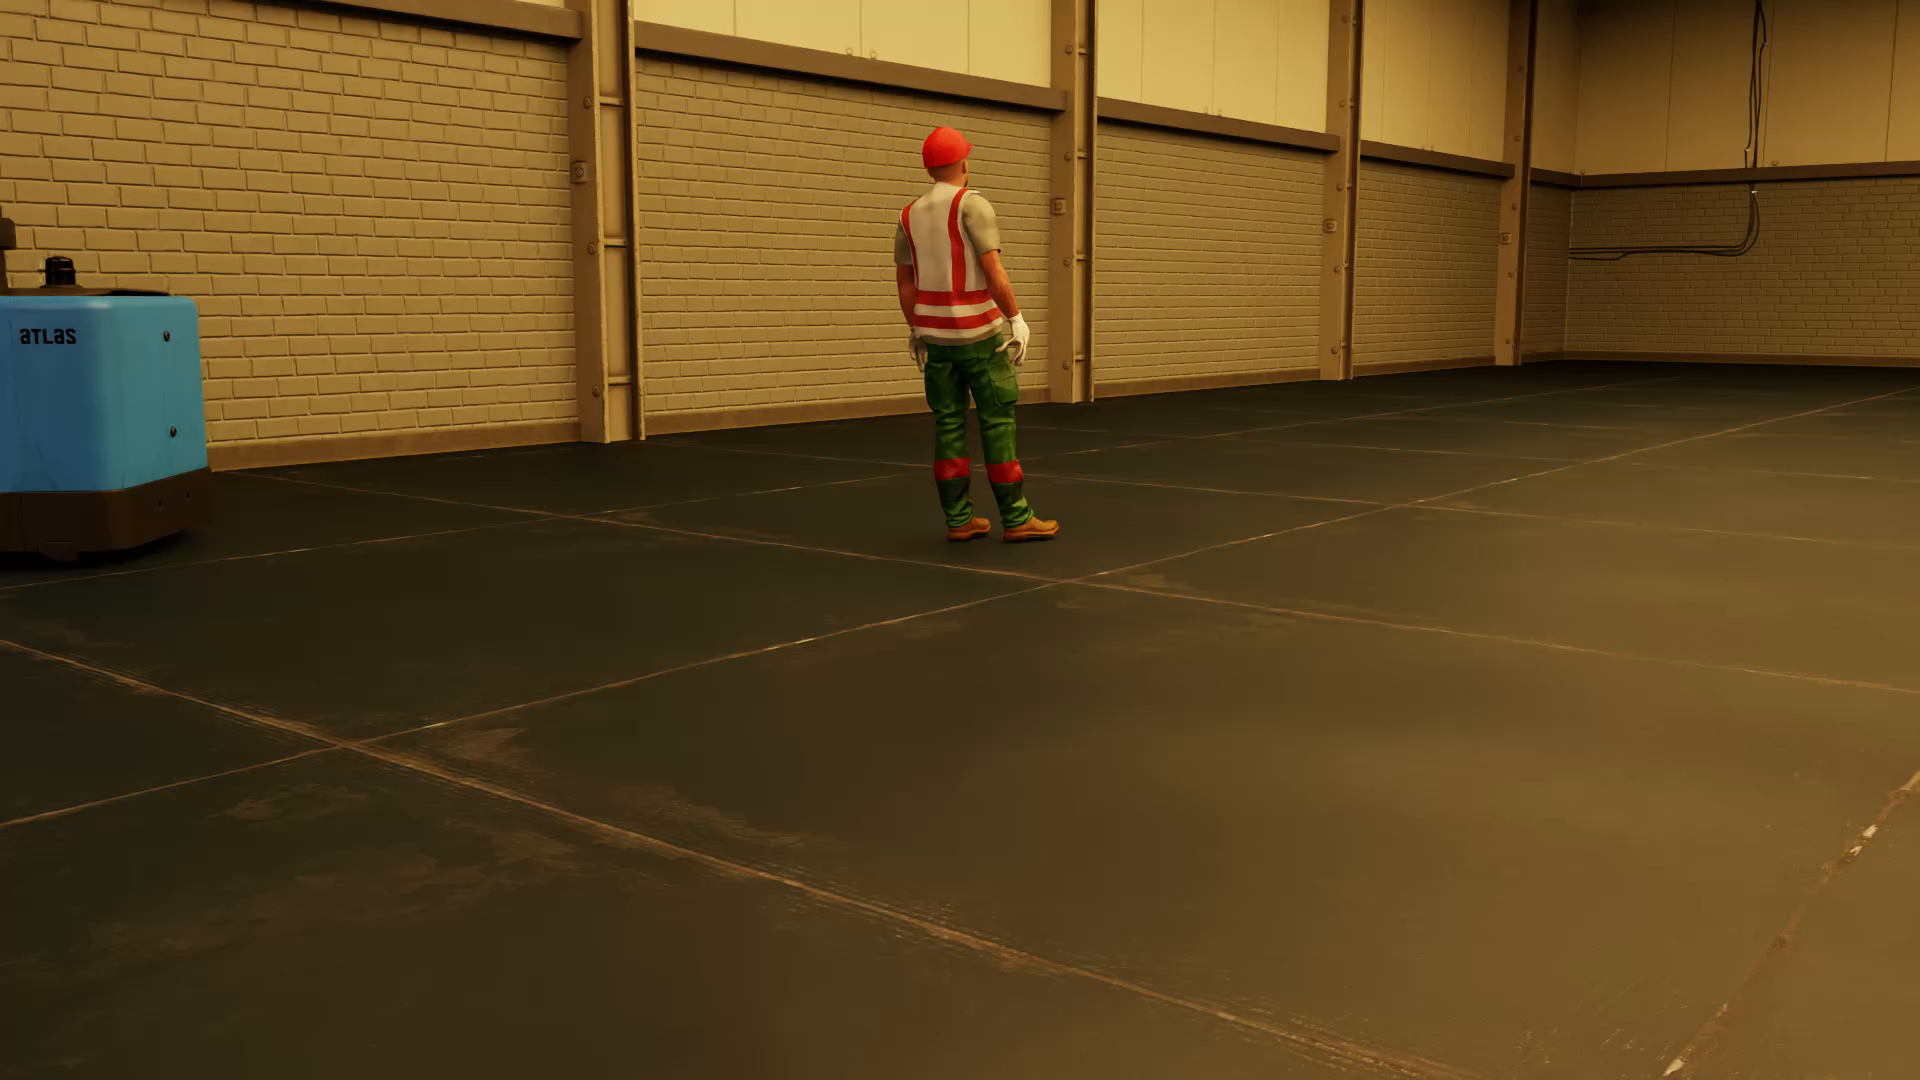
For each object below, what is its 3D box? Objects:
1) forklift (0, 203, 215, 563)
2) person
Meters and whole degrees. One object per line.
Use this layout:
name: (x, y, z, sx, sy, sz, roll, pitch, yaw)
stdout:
forklift: (-4.865, -1.395, 6.814, 3.031, 2.935, 1.130, -1, 8, -4)
person: (0.059, -0.900, 7.330, 0.638, 1.789, 0.562, 7, 11, 38)
